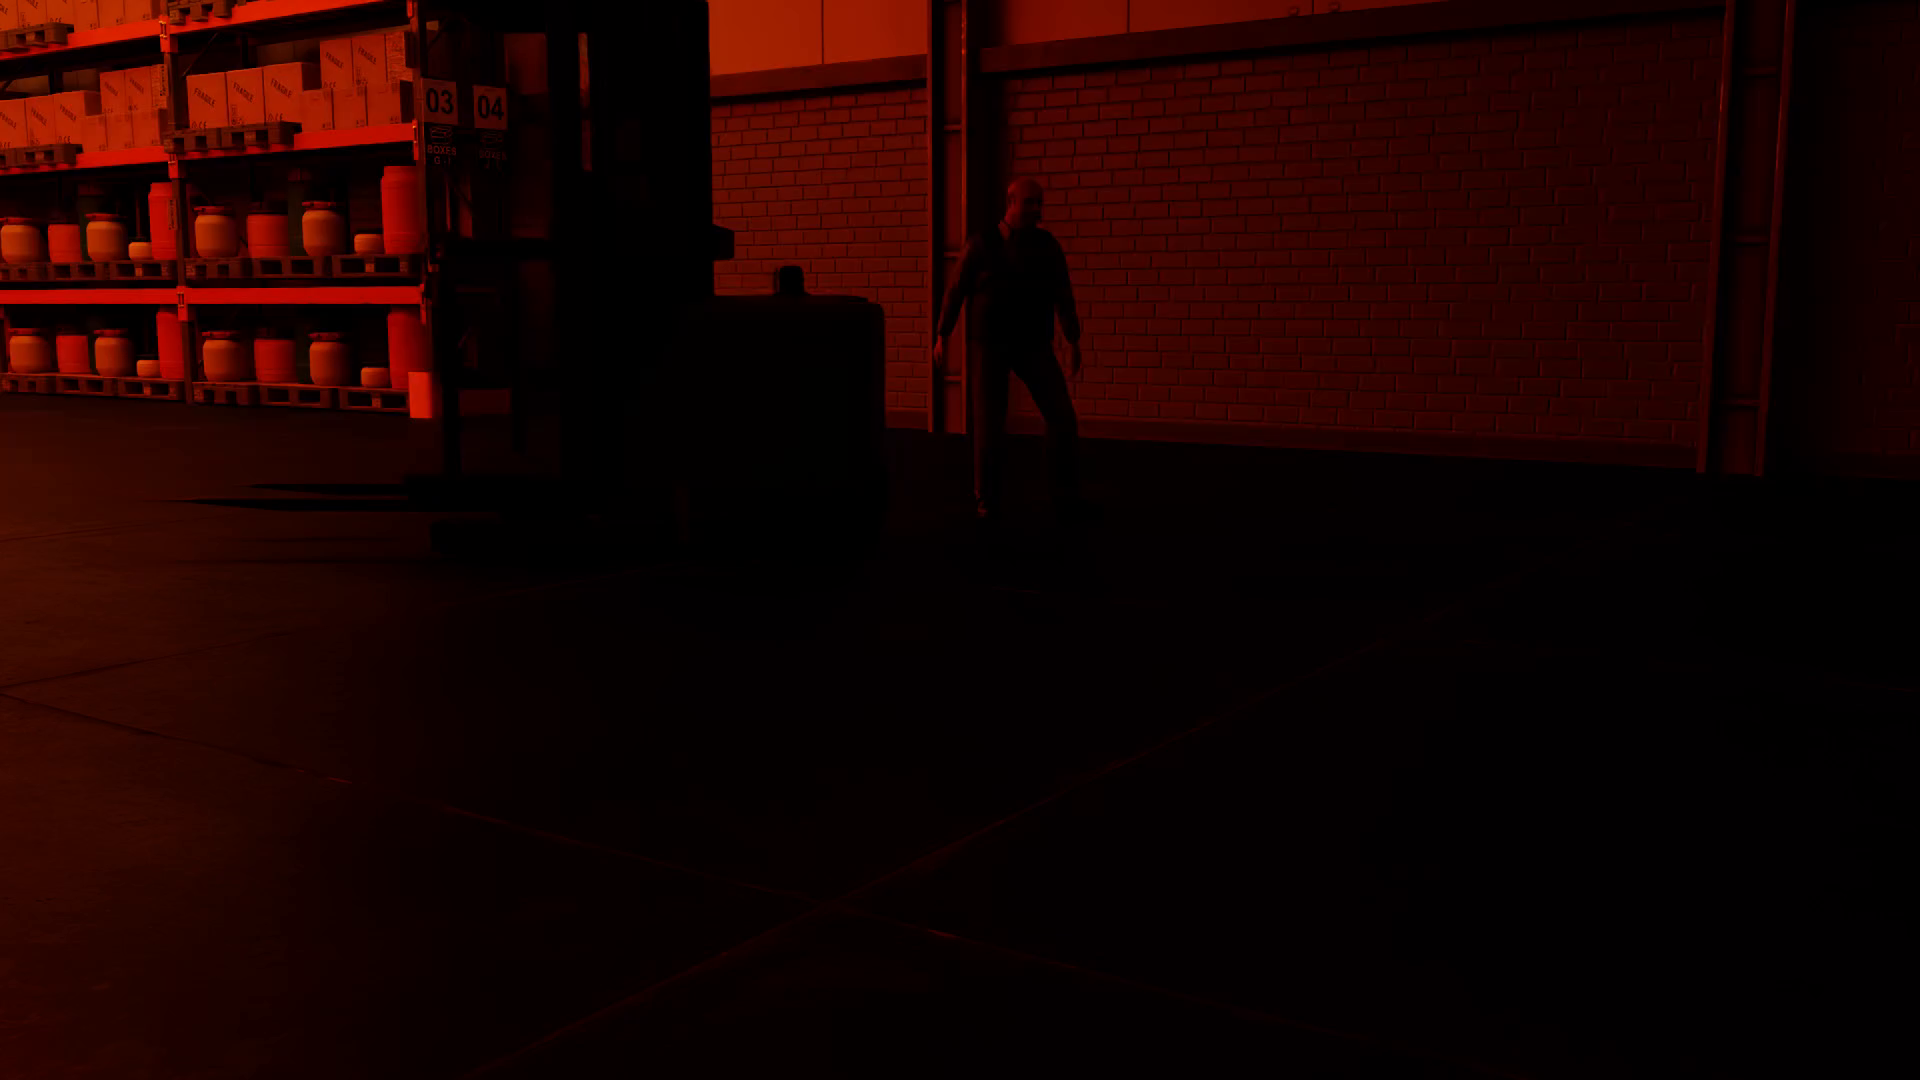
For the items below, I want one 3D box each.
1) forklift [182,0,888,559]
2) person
[{"bbox_3d":[-1.865,-1.445,7.356,3.031,2.935,1.130,0,8,1],"label":"forklift"},{"bbox_3d":[0.295,-0.957,8.380,0.853,1.694,0.399,-1,8,-8],"label":"person"}]
